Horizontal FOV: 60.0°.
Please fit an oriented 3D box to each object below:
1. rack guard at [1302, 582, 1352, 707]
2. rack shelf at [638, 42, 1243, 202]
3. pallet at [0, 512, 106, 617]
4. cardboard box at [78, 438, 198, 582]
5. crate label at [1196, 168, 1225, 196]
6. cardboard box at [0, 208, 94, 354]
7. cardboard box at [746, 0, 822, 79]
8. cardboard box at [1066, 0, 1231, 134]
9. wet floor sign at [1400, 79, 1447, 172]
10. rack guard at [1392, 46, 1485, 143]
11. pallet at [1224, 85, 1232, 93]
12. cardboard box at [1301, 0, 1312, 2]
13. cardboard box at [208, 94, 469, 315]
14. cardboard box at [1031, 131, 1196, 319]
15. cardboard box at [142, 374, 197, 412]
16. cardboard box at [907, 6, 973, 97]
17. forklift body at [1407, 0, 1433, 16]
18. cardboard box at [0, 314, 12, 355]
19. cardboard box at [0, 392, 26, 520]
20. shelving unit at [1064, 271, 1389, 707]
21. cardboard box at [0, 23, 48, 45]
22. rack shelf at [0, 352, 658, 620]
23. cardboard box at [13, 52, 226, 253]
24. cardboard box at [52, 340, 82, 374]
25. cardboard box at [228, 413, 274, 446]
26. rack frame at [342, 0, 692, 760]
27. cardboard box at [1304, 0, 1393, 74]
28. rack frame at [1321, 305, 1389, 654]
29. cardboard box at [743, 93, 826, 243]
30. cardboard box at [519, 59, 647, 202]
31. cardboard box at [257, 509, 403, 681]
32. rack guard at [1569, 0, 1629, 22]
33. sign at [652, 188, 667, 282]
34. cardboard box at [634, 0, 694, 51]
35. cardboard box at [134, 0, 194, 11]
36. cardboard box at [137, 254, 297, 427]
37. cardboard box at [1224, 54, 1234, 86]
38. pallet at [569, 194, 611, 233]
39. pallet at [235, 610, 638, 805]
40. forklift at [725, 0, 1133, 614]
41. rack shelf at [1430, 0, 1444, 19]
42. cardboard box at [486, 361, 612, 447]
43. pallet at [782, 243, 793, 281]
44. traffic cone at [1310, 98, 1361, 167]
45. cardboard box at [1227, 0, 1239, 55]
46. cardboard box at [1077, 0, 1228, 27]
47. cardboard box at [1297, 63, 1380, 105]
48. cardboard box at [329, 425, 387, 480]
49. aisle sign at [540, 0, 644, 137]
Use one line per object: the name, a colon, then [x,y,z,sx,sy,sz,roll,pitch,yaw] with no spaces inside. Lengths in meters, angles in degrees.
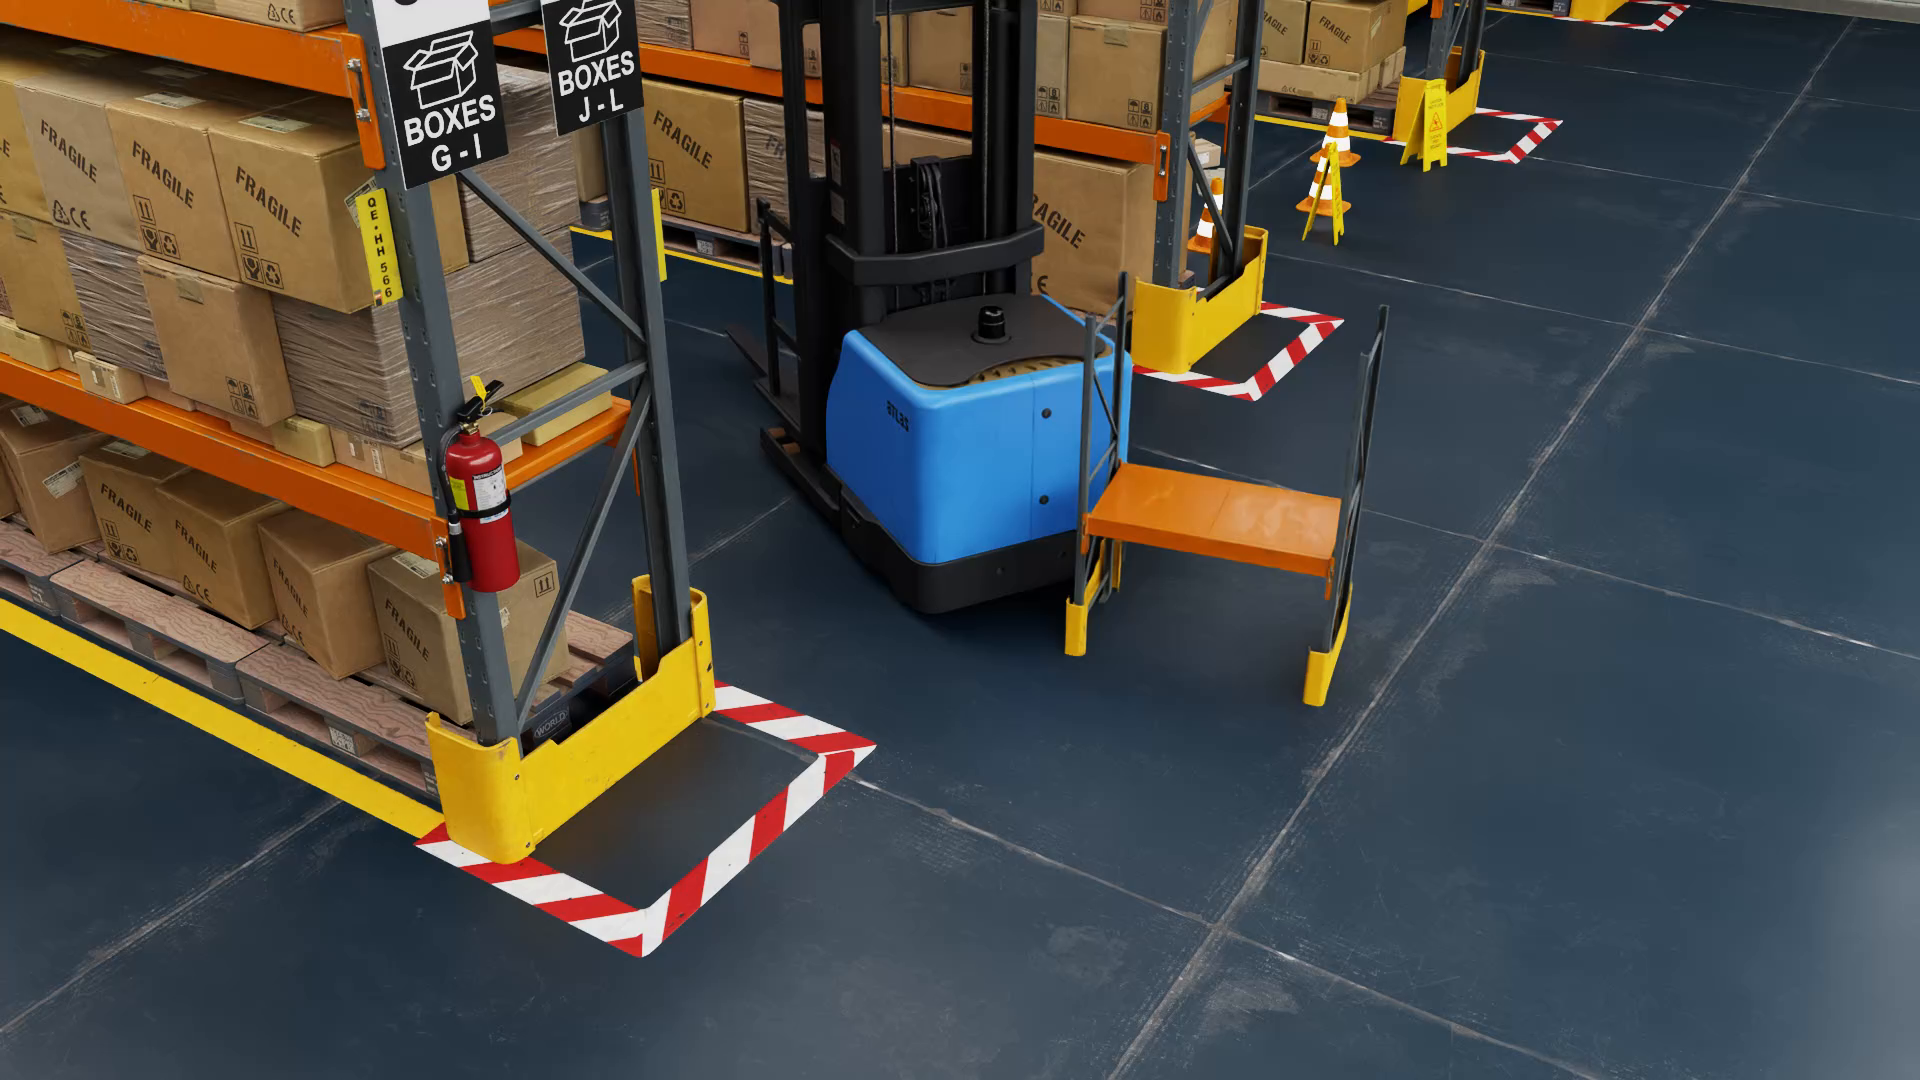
rack guard: [1.503,0.413,6.794,0.087,0.250,0.587,11,32,18]
rack shelf: [-0.311,-2.740,10.183,4.000,0.370,1.077,18,35,27]
pallet: [-4.139,-0.127,7.758,1.213,0.211,1.003,18,35,27]
cardboard box: [-3.353,-0.191,7.164,0.500,0.500,0.500,14,33,23]
crate label: [1.878,-2.602,12.074,0.298,0.136,0.250,1,30,2]
cardboard box: [-3.096,-1.130,6.315,0.500,0.500,0.875,18,35,27]
cardboard box: [-0.813,-3.225,10.152,0.550,0.550,0.875,18,35,27]
cardboard box: [1.045,-2.660,9.183,0.550,0.550,0.875,18,35,27]
wet floor sign: [3.521,-3.130,12.475,0.267,0.644,0.232,-21,36,-32]
rack guard: [3.865,-3.595,13.416,0.348,0.500,1.175,18,35,27]
pallet: [2.166,-4.030,14.449,1.213,0.211,1.003,18,35,27]
cardboard box: [2.765,-4.425,13.283,0.250,0.149,0.380,19,35,29]
cardboard box: [-1.936,-1.070,5.221,0.500,0.500,0.500,18,35,27]
cardboard box: [0.774,-1.932,9.776,0.875,0.875,0.875,18,35,28]
cardboard box: [-2.758,-0.632,6.107,0.250,0.149,0.380,18,35,27]
cardboard box: [0.160,-3.001,9.769,0.550,0.550,0.875,18,35,27]
forklift body: [3.989,-6.137,16.134,1.214,2.155,2.313,18,35,27]
cardboard box: [-3.633,-0.878,6.527,0.250,0.149,0.380,18,35,27]
cardboard box: [-4.410,-0.474,7.649,0.500,0.500,0.500,16,34,26]
shelving unit: [1.037,-0.215,6.629,1.083,1.500,0.587,11,32,18]
cardboard box: [-3.634,-1.603,6.135,0.500,0.500,0.500,18,35,27]
rack shelf: [-3.033,-0.650,6.601,4.000,0.370,1.077,18,35,27]
cardboard box: [-2.785,-1.337,5.678,0.500,0.500,0.500,18,35,27]
cardboard box: [-3.191,-0.758,6.322,0.250,0.149,0.380,18,35,27]
cardboard box: [-2.344,-0.490,5.863,0.250,0.149,0.380,18,35,27]
rack frame: [-1.339,-0.425,5.501,0.127,3.000,1.000,18,35,27]
cardboard box: [3.112,-4.075,13.327,0.500,0.500,0.500,18,35,28]
rack frame: [1.521,-0.123,6.472,0.032,1.500,0.500,11,32,18]
cardboard box: [-0.744,-2.412,10.599,0.875,0.875,0.875,18,35,28]
cardboard box: [-2.578,-2.924,11.601,0.750,0.750,1.050,17,34,27]
cardboard box: [-2.384,0.154,6.574,0.500,0.500,0.500,-25,38,-36]
rack guard: [6.585,-5.688,17.003,0.348,0.500,1.175,18,35,27]
sign: [-1.051,-1.030,5.680,0.005,0.325,0.100,18,35,27]
cardboard box: [-1.686,-3.557,10.722,0.550,0.550,0.875,18,35,27]
cardboard box: [-2.307,-1.809,5.046,0.500,0.250,0.500,18,35,28]
cardboard box: [-2.278,-0.838,5.816,0.500,0.500,0.875,18,35,27]
cardboard box: [2.221,-4.030,13.993,0.500,0.250,0.500,16,34,26]
pallet: [-2.698,-2.556,11.922,1.213,0.211,1.003,18,35,27]
pallet: [-2.073,0.527,6.638,1.213,0.211,1.003,18,35,27]
forklift: [-0.359,-1.673,7.709,1.130,2.935,3.031,-14,33,-22]
rack shelf: [2.235,-4.879,13.851,4.000,0.370,1.077,18,35,27]
cardboard box: [-1.454,-0.494,5.870,0.250,0.149,0.380,18,35,27]
pallet: [-0.365,-1.818,10.657,1.213,0.211,1.003,18,35,27]
traffic cone: [2.879,-3.123,12.644,0.334,0.463,0.336,18,35,27]
cardboard box: [2.245,-4.352,13.801,0.500,0.500,0.500,17,34,26]
cardboard box: [1.090,-3.162,8.973,0.550,0.550,0.875,18,35,27]
cardboard box: [3.081,-3.756,13.524,0.500,0.250,0.500,17,34,27]
cardboard box: [-1.902,-0.372,5.660,0.250,0.149,0.380,18,35,27]
aisle sign: [-1.127,-1.659,5.037,0.004,0.787,0.394,18,35,27]
